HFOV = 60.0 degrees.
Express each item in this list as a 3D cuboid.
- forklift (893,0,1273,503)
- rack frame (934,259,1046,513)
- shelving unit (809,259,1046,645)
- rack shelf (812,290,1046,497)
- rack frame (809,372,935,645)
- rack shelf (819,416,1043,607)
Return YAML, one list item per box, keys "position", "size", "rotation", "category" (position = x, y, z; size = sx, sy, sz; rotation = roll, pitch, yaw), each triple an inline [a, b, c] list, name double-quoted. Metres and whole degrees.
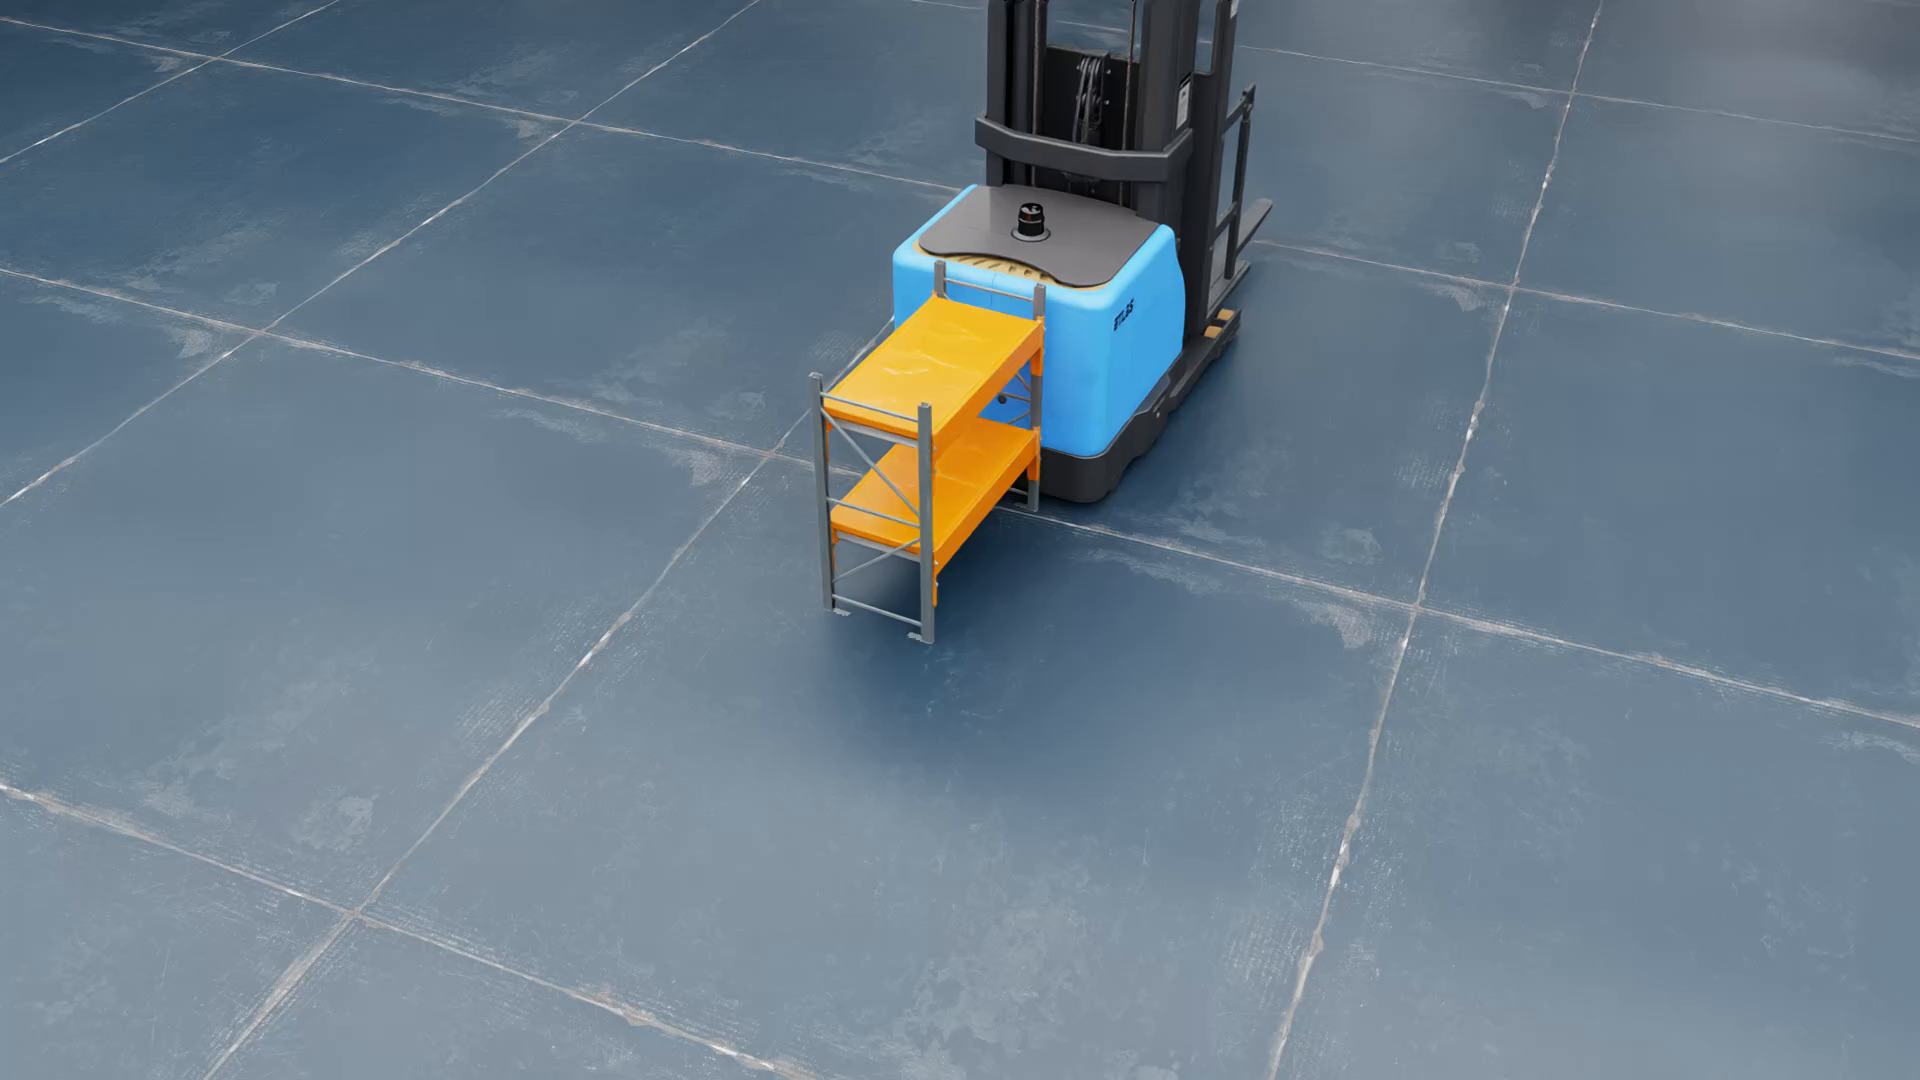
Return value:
- position: [0.804, -2.208, 7.757]
  size: [1.130, 2.935, 3.031]
  rotation: [17, 40, 21]
  category: "forklift"
- position: [0.122, -0.646, 7.175]
  size: [0.500, 1.125, 0.032]
  rotation: [17, 40, 21]
  category: "rack frame"
- position: [-0.106, -0.374, 6.811]
  size: [0.538, 1.125, 1.048]
  rotation: [17, 40, 21]
  category: "shelving unit"
- position: [-0.106, -0.609, 6.636]
  size: [0.538, 0.278, 1.000]
  rotation: [17, 40, 21]
  category: "rack shelf"
- position: [-0.333, -0.102, 6.447]
  size: [0.500, 1.125, 0.032]
  rotation: [17, 40, 21]
  category: "rack frame"
- position: [-0.106, -0.178, 6.957]
  size: [0.538, 0.278, 1.000]
  rotation: [17, 40, 21]
  category: "rack shelf"
